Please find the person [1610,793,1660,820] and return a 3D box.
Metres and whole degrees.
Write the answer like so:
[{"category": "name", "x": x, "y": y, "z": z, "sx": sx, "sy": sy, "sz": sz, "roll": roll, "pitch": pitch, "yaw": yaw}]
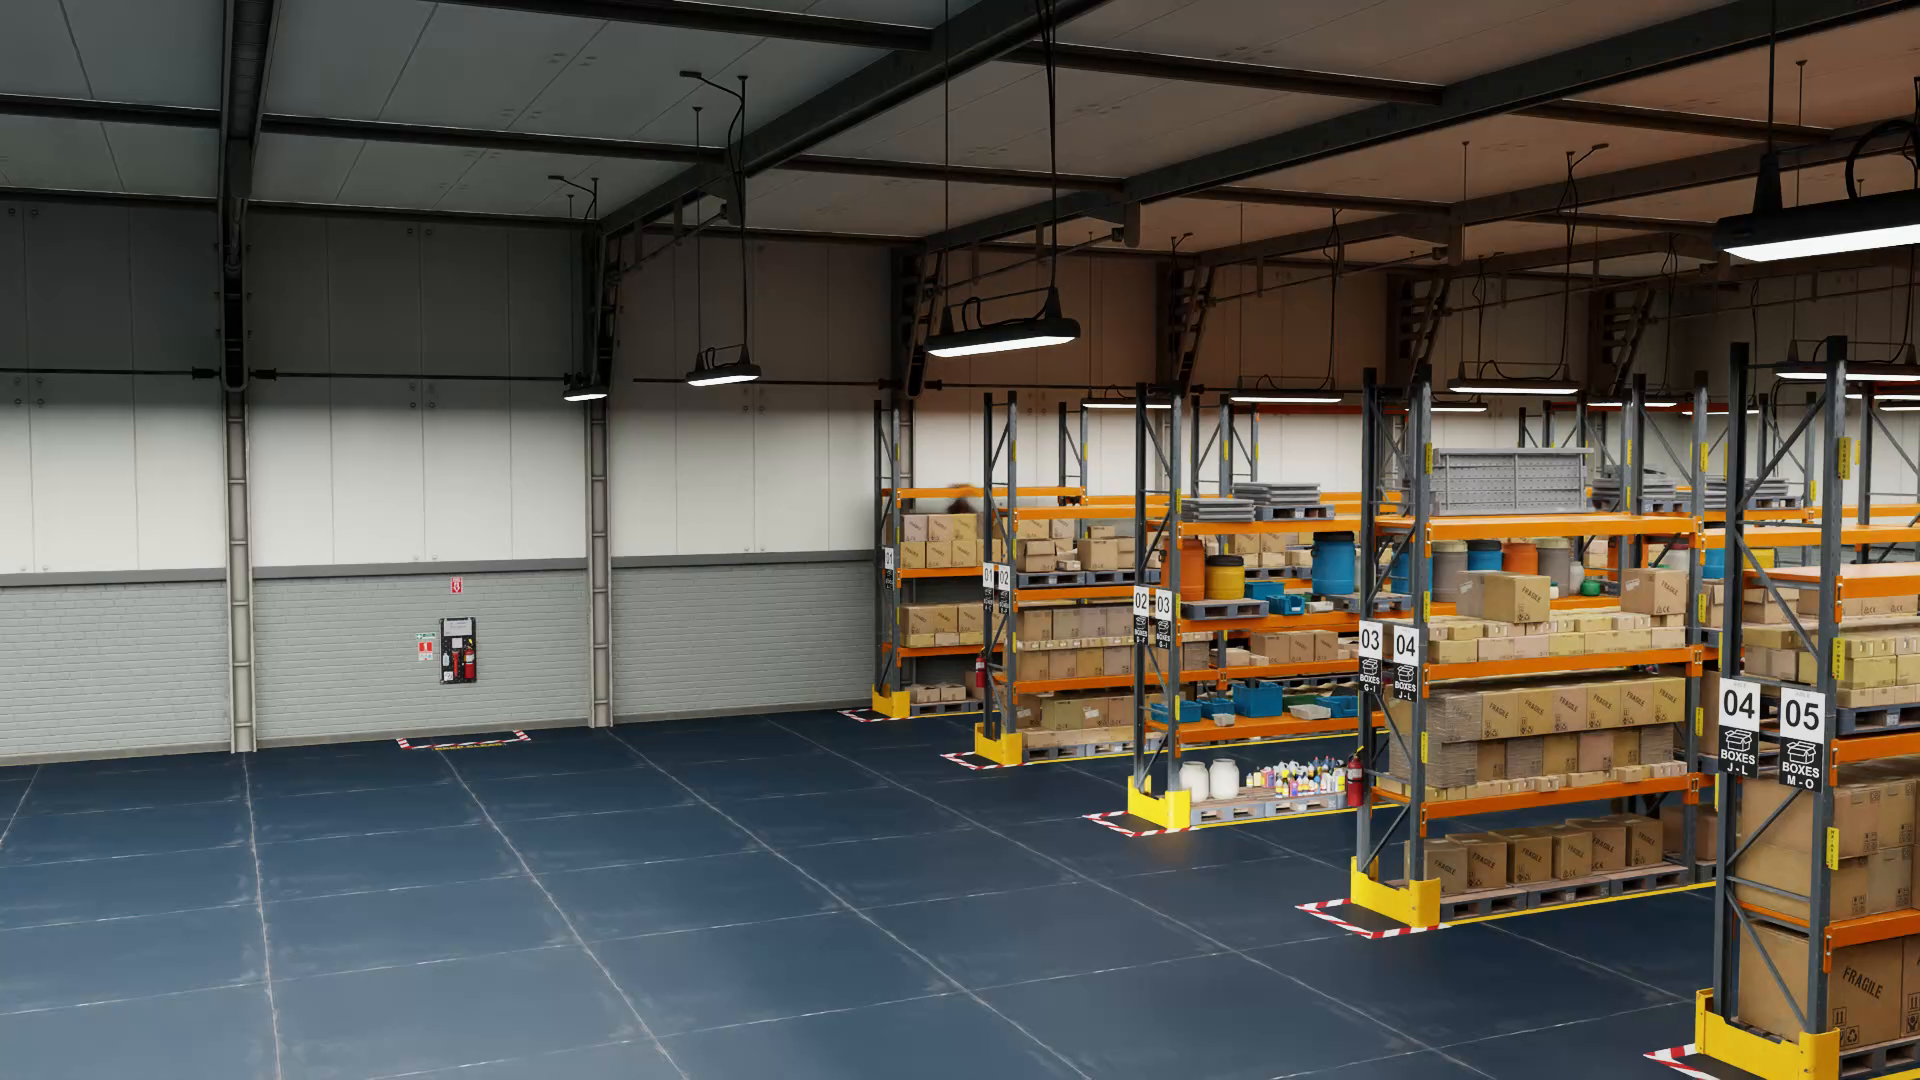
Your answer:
[{"category": "person", "x": 8.992, "y": 3.053, "z": 22.025, "sx": 0.936, "sy": 1.814, "sz": 0.551, "roll": -1, "pitch": 4, "yaw": -24}]
